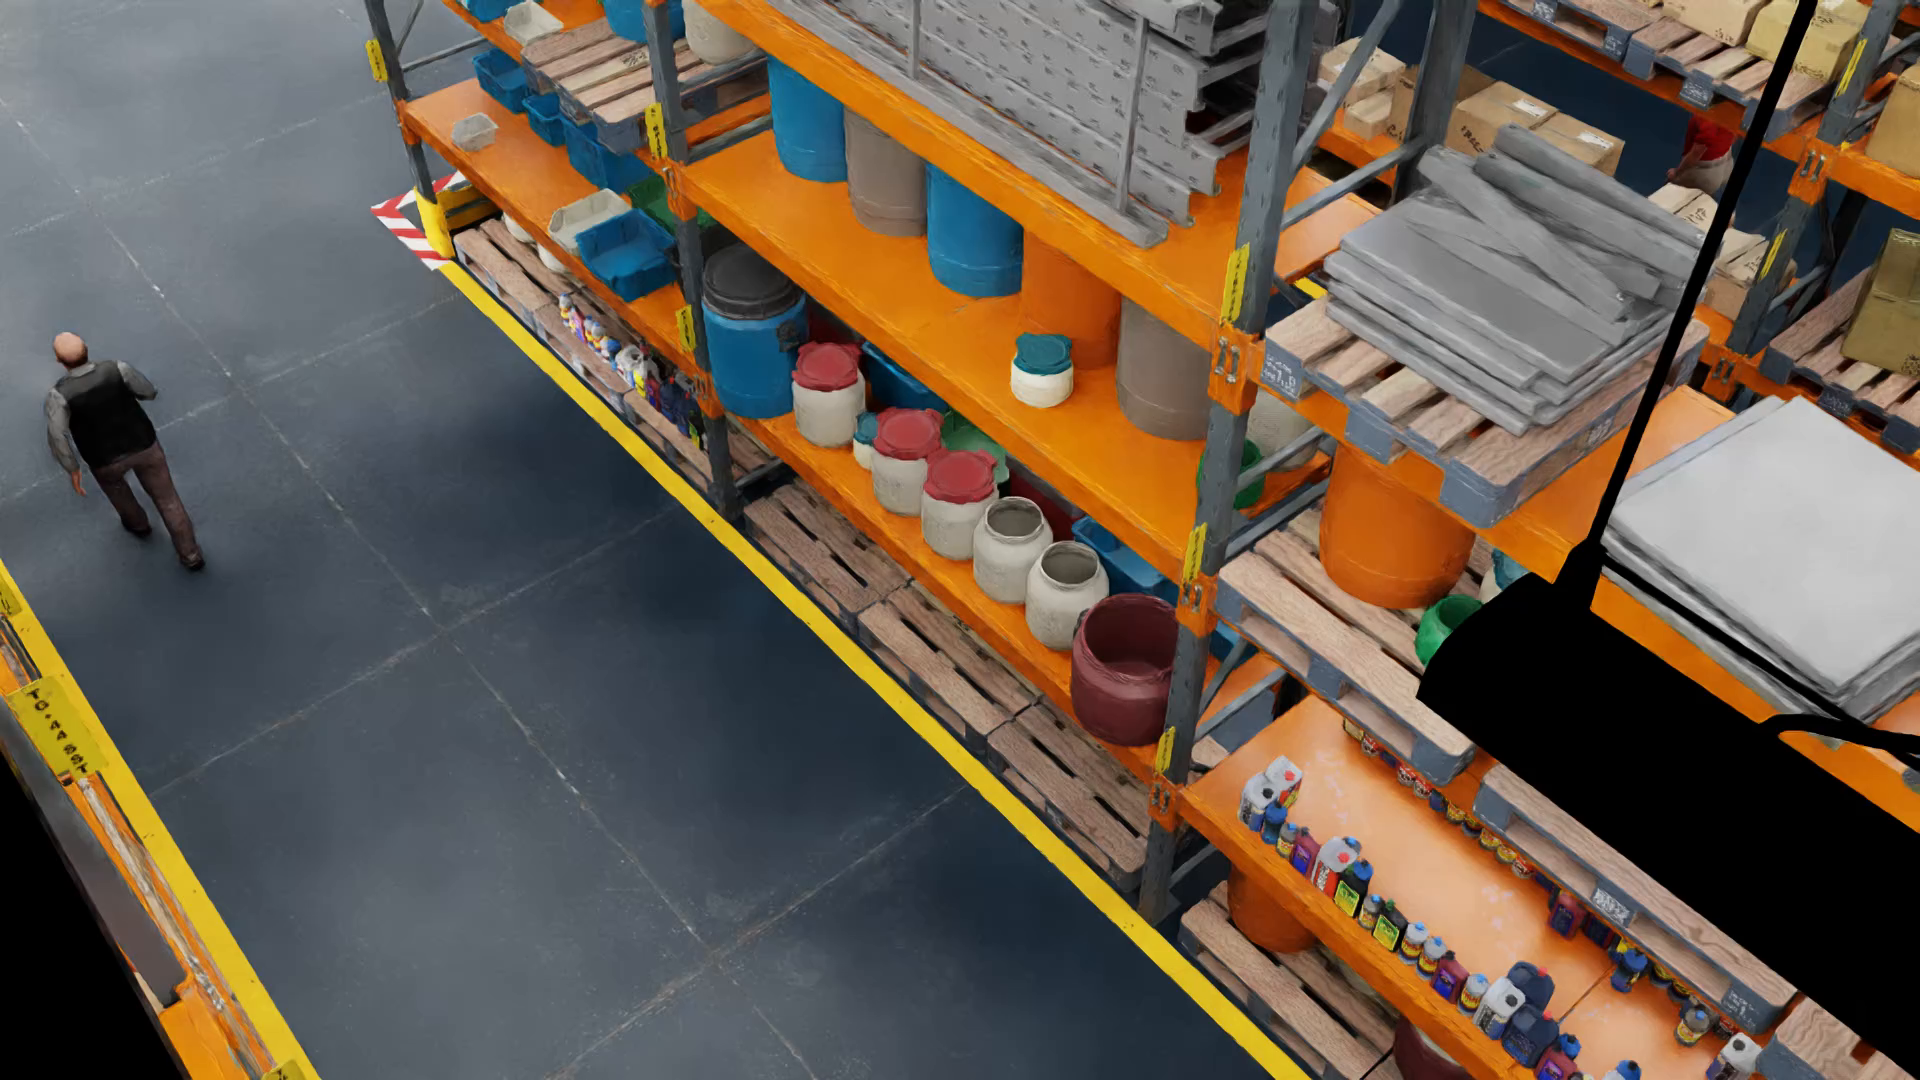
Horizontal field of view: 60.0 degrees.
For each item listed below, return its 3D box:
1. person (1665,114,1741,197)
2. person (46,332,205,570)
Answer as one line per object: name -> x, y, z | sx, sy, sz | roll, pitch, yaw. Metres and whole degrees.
person -> 5.586, -2.775, 12.469 | 0.682, 1.676, 0.529 | -34, 55, -28
person -> -5.248, -0.577, 10.387 | 0.680, 1.658, 0.866 | -27, 52, -23
